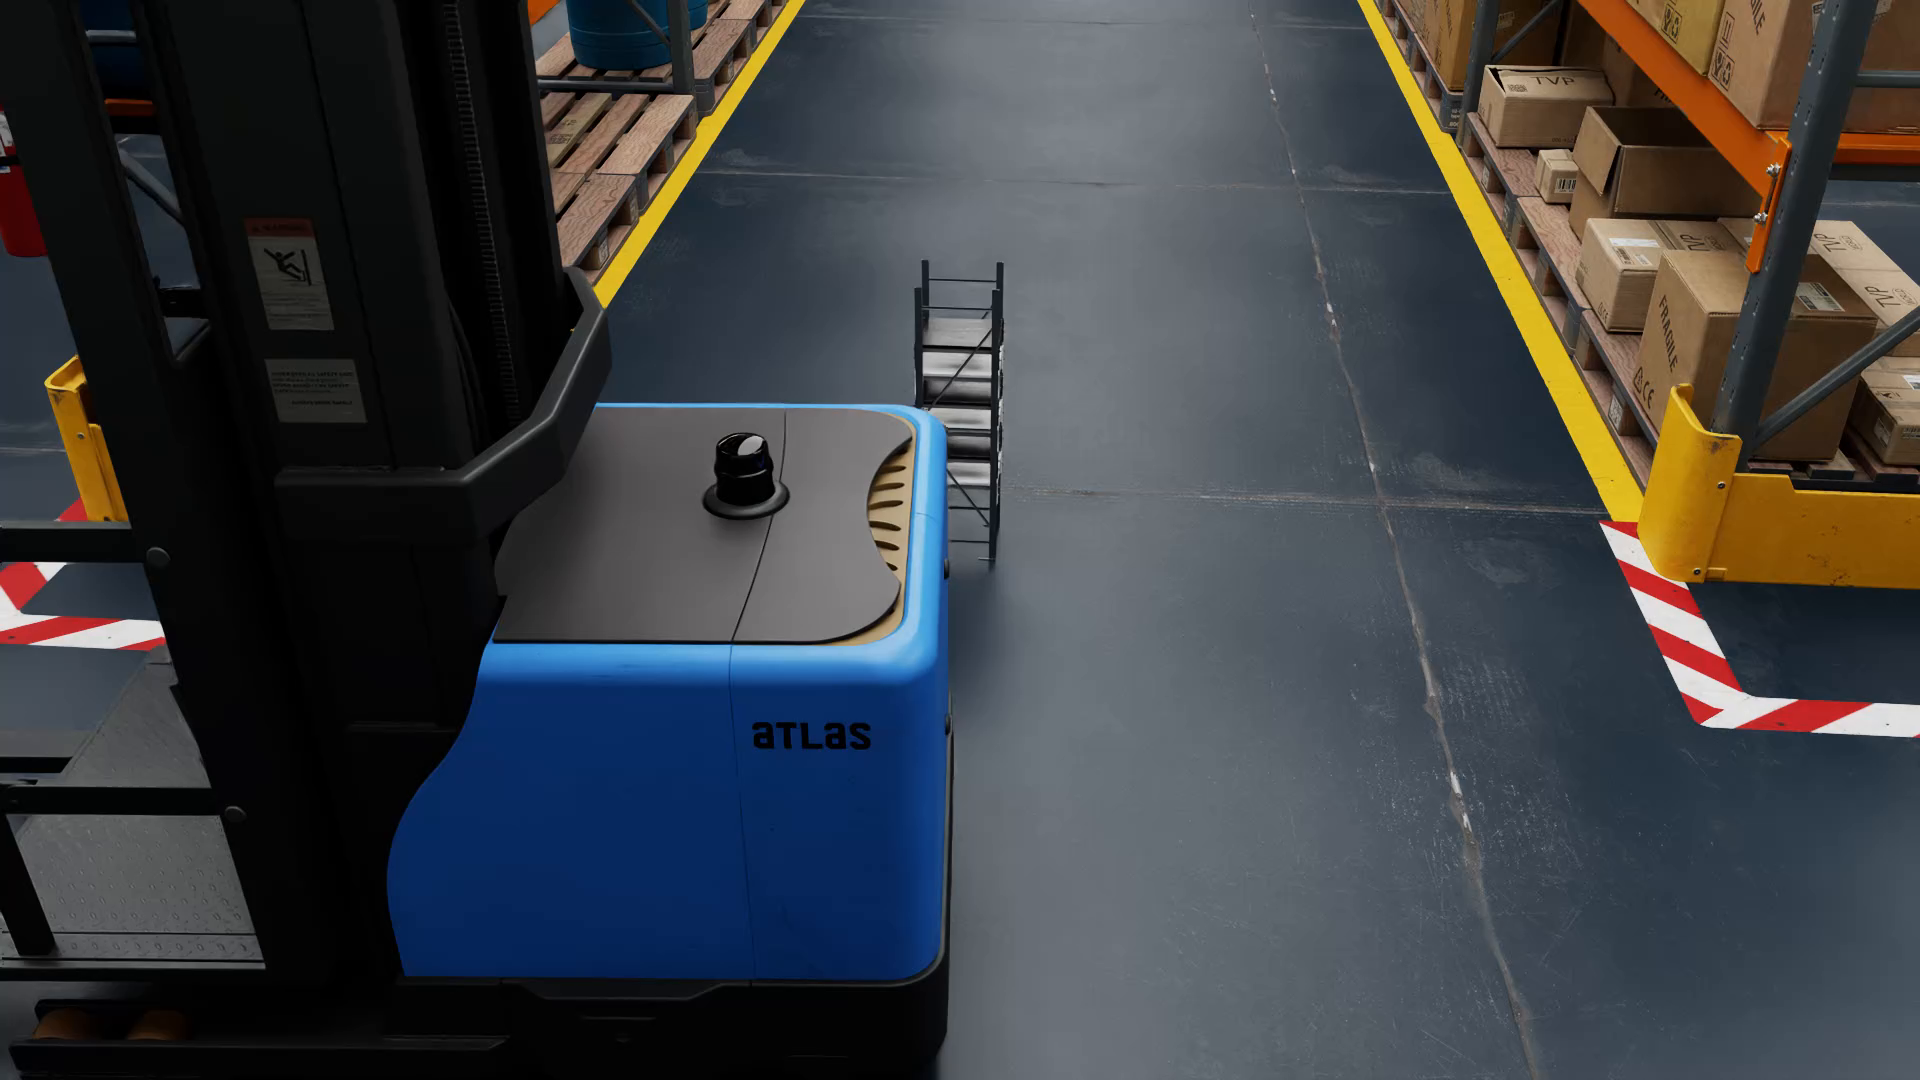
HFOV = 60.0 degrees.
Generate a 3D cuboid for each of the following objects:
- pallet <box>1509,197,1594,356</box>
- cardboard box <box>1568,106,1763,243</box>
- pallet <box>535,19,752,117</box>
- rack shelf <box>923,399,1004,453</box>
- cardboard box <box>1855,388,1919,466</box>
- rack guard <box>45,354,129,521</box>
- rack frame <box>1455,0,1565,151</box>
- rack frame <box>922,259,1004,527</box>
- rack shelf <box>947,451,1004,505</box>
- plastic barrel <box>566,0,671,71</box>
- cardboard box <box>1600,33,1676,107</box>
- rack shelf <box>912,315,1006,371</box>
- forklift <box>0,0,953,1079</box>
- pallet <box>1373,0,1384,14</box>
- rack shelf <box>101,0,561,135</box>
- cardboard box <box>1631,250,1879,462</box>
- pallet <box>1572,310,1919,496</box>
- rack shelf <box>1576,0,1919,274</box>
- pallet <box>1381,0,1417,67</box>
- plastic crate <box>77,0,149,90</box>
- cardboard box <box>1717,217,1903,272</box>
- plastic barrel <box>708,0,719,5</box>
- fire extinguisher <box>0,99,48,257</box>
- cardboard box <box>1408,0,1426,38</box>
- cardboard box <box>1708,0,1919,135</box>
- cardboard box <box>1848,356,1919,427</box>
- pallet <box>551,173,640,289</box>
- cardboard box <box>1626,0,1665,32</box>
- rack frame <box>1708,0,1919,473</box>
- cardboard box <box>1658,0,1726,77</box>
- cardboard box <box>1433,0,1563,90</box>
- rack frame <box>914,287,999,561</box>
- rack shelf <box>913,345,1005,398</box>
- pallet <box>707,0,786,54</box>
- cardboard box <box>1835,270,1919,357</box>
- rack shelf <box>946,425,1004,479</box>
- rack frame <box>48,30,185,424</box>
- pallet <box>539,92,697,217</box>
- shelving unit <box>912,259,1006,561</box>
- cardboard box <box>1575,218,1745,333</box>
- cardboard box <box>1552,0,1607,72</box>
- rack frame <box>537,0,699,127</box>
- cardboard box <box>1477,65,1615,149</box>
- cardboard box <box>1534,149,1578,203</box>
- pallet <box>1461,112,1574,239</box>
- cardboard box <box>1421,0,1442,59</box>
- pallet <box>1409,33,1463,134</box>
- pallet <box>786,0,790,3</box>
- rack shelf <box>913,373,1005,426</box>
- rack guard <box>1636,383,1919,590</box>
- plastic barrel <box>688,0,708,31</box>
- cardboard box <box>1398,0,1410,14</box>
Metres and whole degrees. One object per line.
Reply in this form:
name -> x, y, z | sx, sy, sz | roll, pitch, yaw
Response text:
pallet -> 2.890, -1.083, 6.806 | 1.003, 0.211, 1.213 | 2, 32, 4
cardboard box -> 2.896, -1.411, 6.640 | 0.797, 0.503, 0.637 | 2, 32, 4
pallet -> -1.789, -2.697, 9.425 | 1.003, 0.211, 1.213 | 2, 32, 4
rack shelf -> -0.001, -0.350, 5.025 | 0.258, 0.077, 0.200 | 2, 32, 4
cardboard box -> 3.094, -0.355, 5.265 | 0.380, 0.149, 0.250 | 2, 32, 4
rack guard -> -2.208, -0.313, 5.282 | 1.175, 0.500, 0.348 | 2, 32, 4
rack frame -> 3.043, -3.269, 7.695 | 1.000, 3.000, 0.127 | 2, 32, 4
rack frame -> 0.008, -0.432, 5.093 | 0.240, 0.900, 0.006 | 2, 32, 4
rack shelf -> -0.001, -0.197, 5.119 | 0.258, 0.077, 0.200 | 2, 32, 4
plastic barrel -> -1.832, -3.051, 8.942 | 0.600, 0.901, 0.708 | 2, 32, 4
cardboard box -> 3.280, -2.082, 7.732 | 0.500, 0.500, 0.500 | 2, 32, 4
rack shelf -> -0.001, -0.580, 4.883 | 0.258, 0.077, 0.200 | 2, 32, 4
forklift -> -1.538, -0.396, 3.100 | 3.031, 2.935, 1.130 | 0, 32, 1
pallet -> 3.271, -3.784, 11.190 | 1.003, 0.211, 1.213 | 2, 32, 4
rack shelf -> -2.056, -2.130, 6.533 | 1.077, 0.370, 4.000 | 2, 32, 4
cardboard box -> 2.516, -0.595, 5.320 | 0.500, 0.500, 0.500 | 2, 32, 4
pallet -> 2.788, -0.446, 5.774 | 1.003, 0.211, 1.213 | 2, 32, 4
rack shelf -> 2.881, -1.917, 6.187 | 1.077, 0.370, 4.000 | 2, 32, 4
pallet -> 3.169, -3.148, 10.157 | 1.003, 0.211, 1.213 | 2, 32, 4
plastic crate -> -2.378, -1.614, 4.919 | 0.616, 0.435, 0.499 | 2, 32, 4
cardboard box -> 3.126, -0.989, 6.197 | 0.500, 0.250, 0.500 | 2, 32, 4
plastic barrel -> -1.639, -3.547, 10.118 | 0.421, 0.512, 0.421 | 0, 32, 0
fire extinguisher -> -2.684, -1.139, 4.669 | 0.296, 0.674, 0.183 | 2, 32, 4
cardboard box -> 2.888, -3.182, 9.518 | 0.500, 0.500, 0.500 | 3, 32, 5
cardboard box -> 2.483, -1.465, 4.674 | 0.500, 0.500, 0.500 | 3, 32, 5
cardboard box -> 3.115, -0.493, 5.472 | 0.380, 0.166, 0.250 | 2, 32, 4
pallet -> -2.011, -1.269, 7.108 | 1.003, 0.211, 1.213 | 2, 32, 4
cardboard box -> 2.568, -1.998, 5.537 | 0.500, 0.500, 0.500 | 3, 32, 4
rack frame -> 2.718, -1.177, 4.301 | 1.000, 3.000, 0.127 | 2, 32, 4
cardboard box -> 2.522, -1.737, 5.114 | 0.500, 0.500, 0.500 | 3, 32, 4
cardboard box -> 2.798, -2.662, 8.674 | 0.500, 0.500, 0.500 | 2, 32, 4
rack frame -> -0.009, -0.326, 4.921 | 0.240, 0.900, 0.006 | 2, 32, 4
rack shelf -> -0.001, -0.504, 4.930 | 0.258, 0.077, 0.200 | 2, 32, 4
pallet -> -1.692, -3.336, 10.463 | 1.003, 0.211, 1.213 | 2, 32, 4
cardboard box -> 3.085, -0.727, 5.773 | 0.500, 0.250, 0.500 | 2, 32, 4
rack shelf -> -0.001, -0.274, 5.072 | 0.258, 0.077, 0.200 | 2, 32, 4
rack frame -> -2.219, -1.391, 4.647 | 1.000, 3.000, 0.127 | 2, 32, 4
pallet -> -1.914, -1.909, 8.146 | 1.003, 0.211, 1.213 | 2, 32, 4
shelving unit -> -0.001, -0.379, 5.007 | 0.258, 0.900, 0.210 | 2, 32, 4
cardboard box -> 2.624, -0.984, 6.189 | 0.500, 0.250, 0.500 | 2, 32, 4
cardboard box -> 3.326, -2.634, 8.629 | 0.500, 0.500, 0.500 | 1, 32, 2
rack frame -> -1.893, -3.482, 8.041 | 1.000, 3.000, 0.127 | 2, 32, 4
cardboard box -> 2.794, -2.101, 7.944 | 0.500, 0.311, 0.500 | 2, 32, 4
cardboard box -> 2.733, -1.587, 7.247 | 0.380, 0.166, 0.250 | 2, 32, 4
pallet -> 2.987, -1.722, 7.844 | 1.003, 0.211, 1.213 | 2, 32, 4
cardboard box -> 2.847, -2.920, 9.093 | 0.500, 0.500, 0.500 | 3, 32, 4
pallet -> 3.072, -2.508, 9.119 | 1.003, 0.211, 1.213 | 2, 32, 4
pallet -> -1.590, -3.973, 11.495 | 1.003, 0.211, 1.213 | 2, 32, 4
rack shelf -> -0.001, -0.427, 4.977 | 0.258, 0.077, 0.200 | 2, 32, 4
rack guard -> 2.724, -0.153, 5.021 | 1.175, 0.500, 0.348 | 2, 32, 4
plastic barrel -> -1.774, -3.422, 9.543 | 0.600, 0.901, 0.708 | 2, 32, 4
cardboard box -> 2.927, -3.448, 9.950 | 0.500, 0.500, 0.500 | 1, 32, 2
